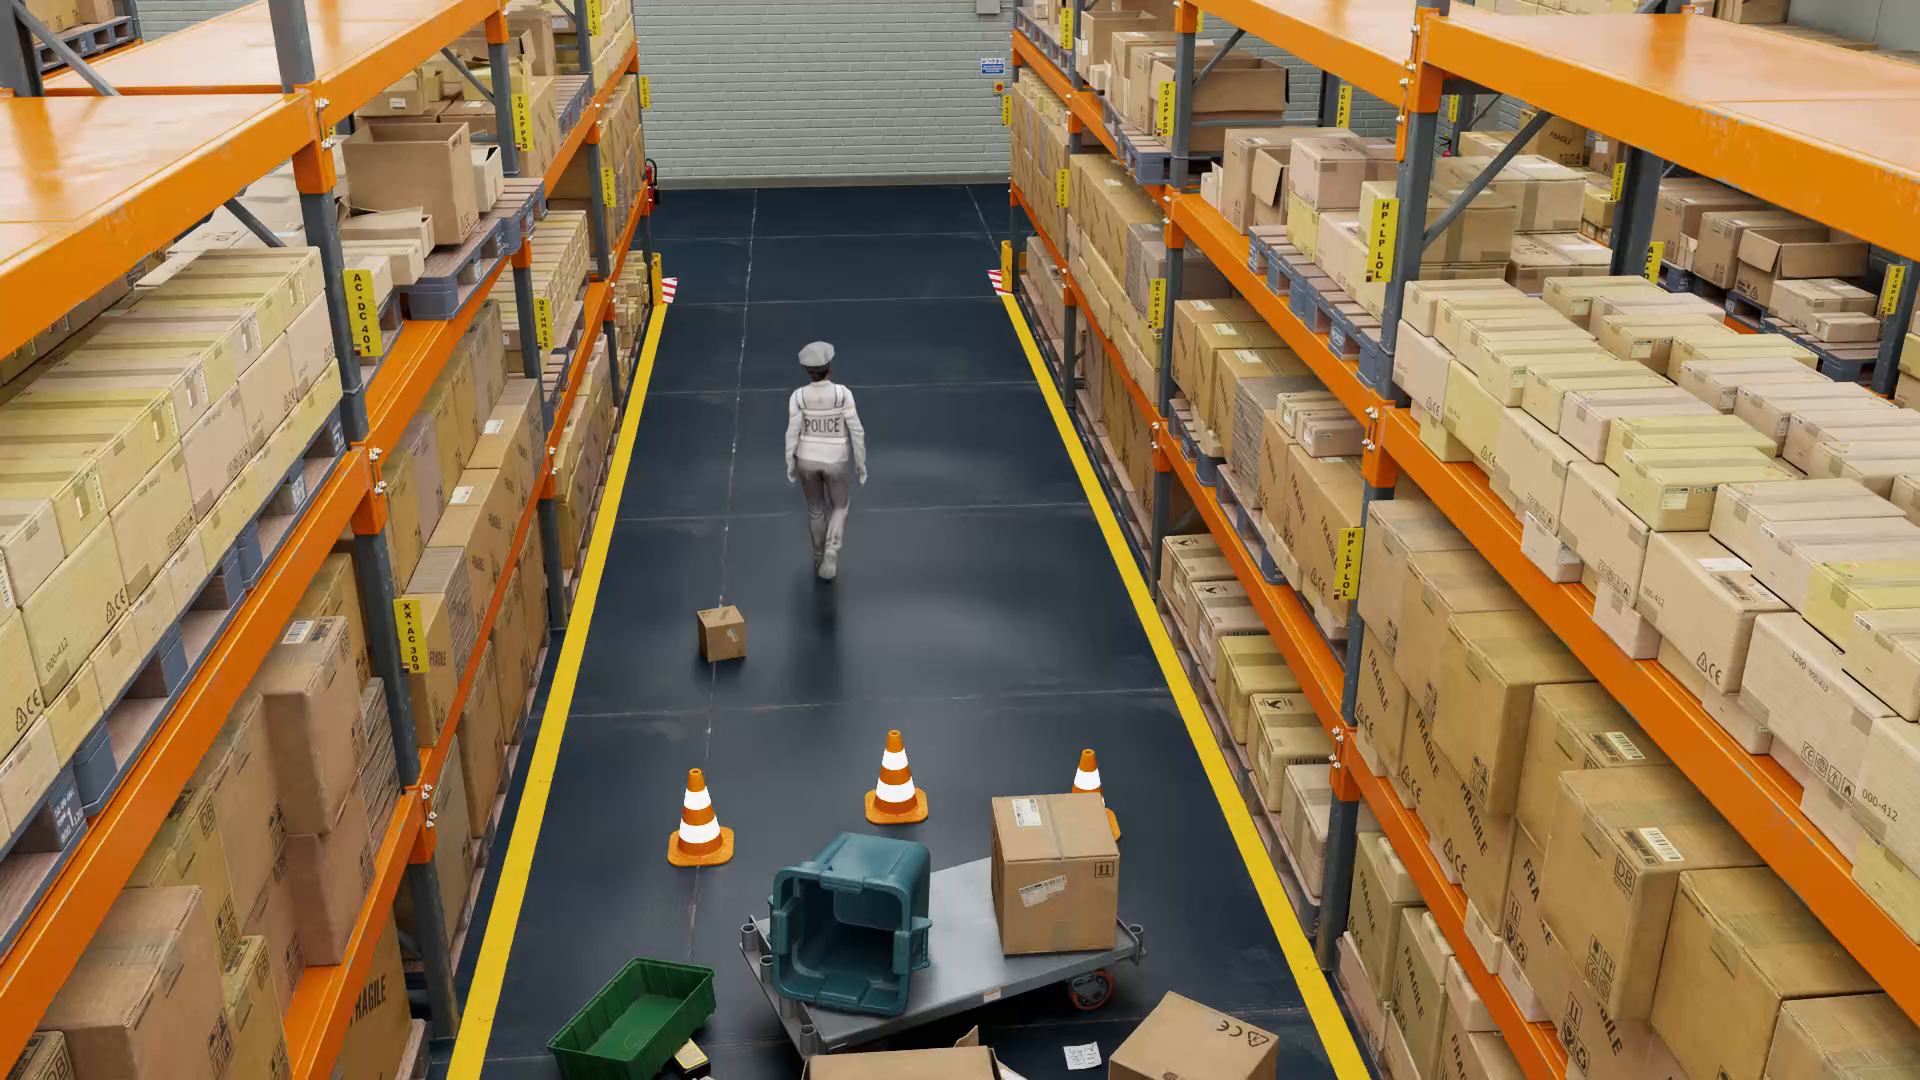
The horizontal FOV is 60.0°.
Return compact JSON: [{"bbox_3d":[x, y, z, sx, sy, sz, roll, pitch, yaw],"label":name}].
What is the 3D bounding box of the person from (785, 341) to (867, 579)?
[{"bbox_3d":[-0.924,-0.520,11.430,0.566,1.651,0.688,0,24,-1],"label":"person"}]
